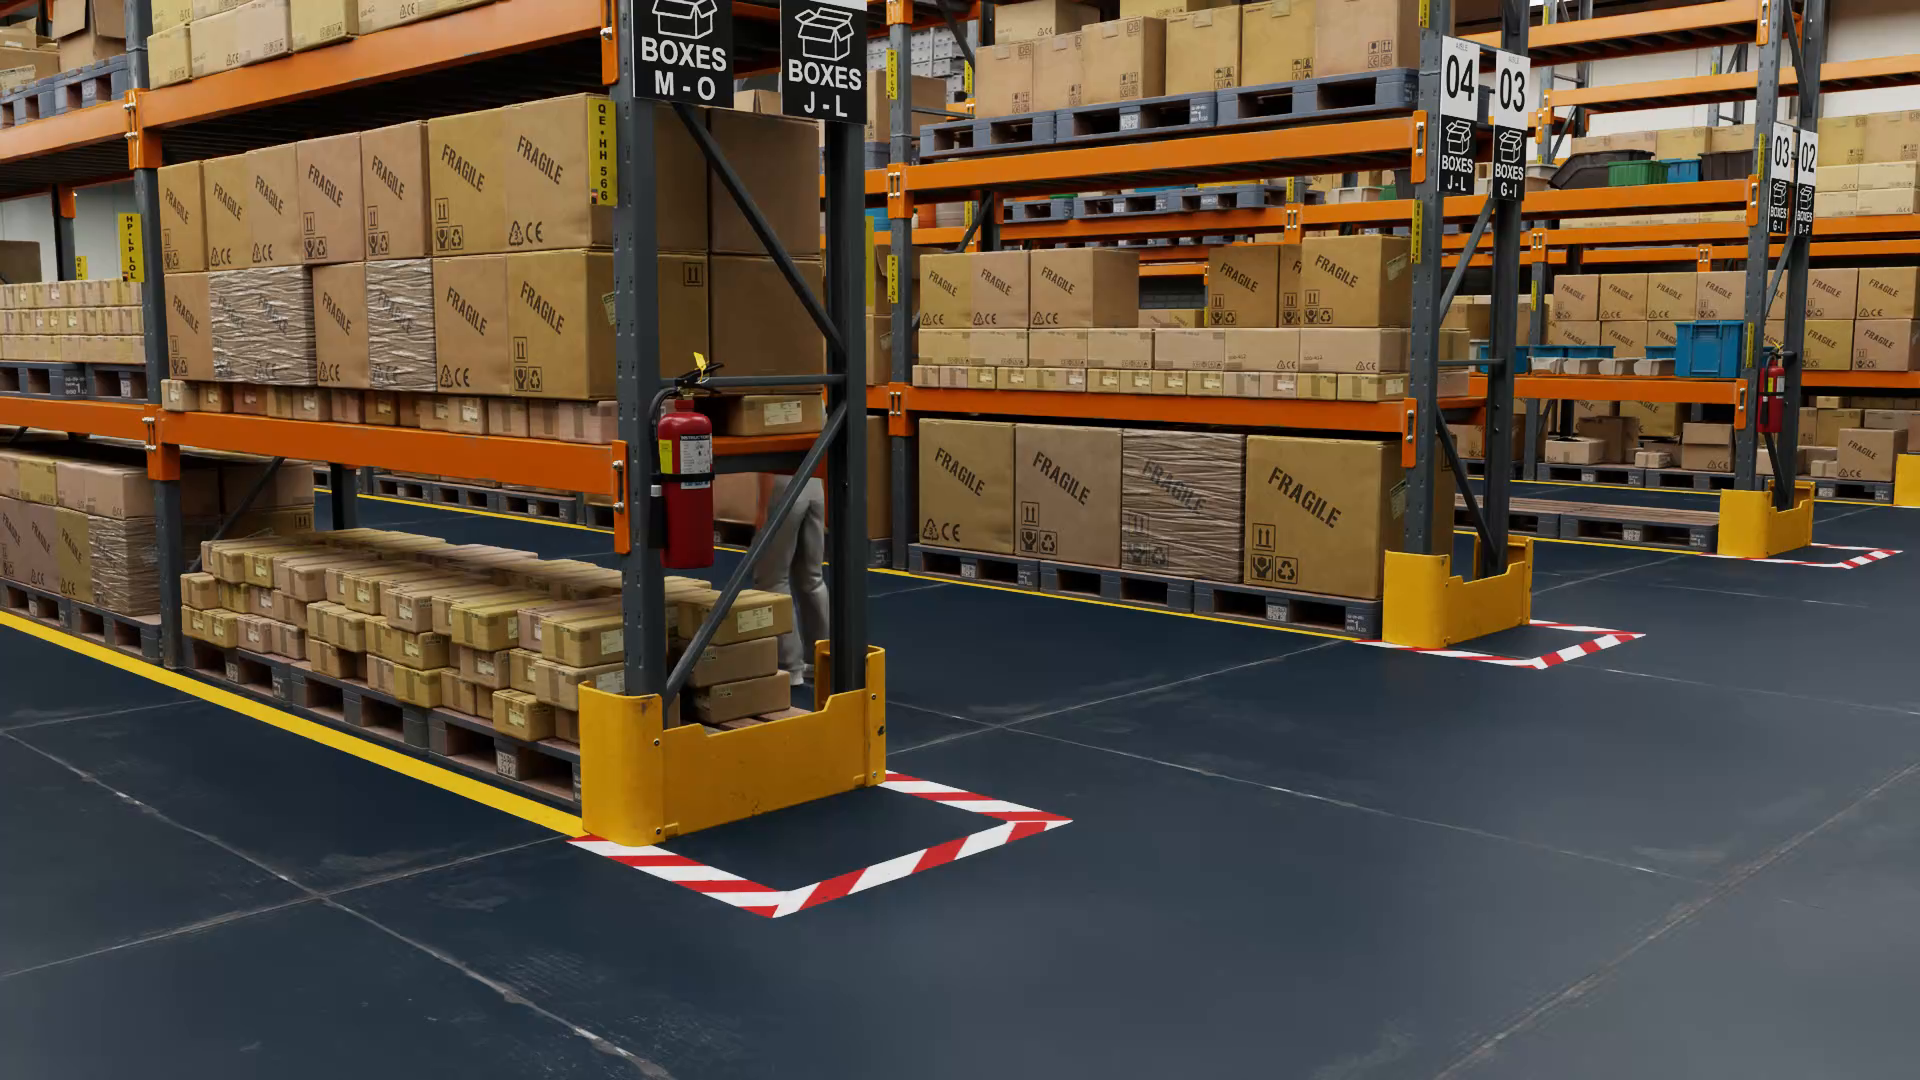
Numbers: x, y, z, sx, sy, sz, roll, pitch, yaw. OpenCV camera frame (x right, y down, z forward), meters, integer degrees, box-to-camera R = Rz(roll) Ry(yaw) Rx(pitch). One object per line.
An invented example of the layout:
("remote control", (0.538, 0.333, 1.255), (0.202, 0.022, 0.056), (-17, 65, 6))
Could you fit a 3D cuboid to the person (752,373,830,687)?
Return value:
("person", (-0.807, -0.139, 7.938), (0.368, 1.675, 0.437), (5, 8, 32))
